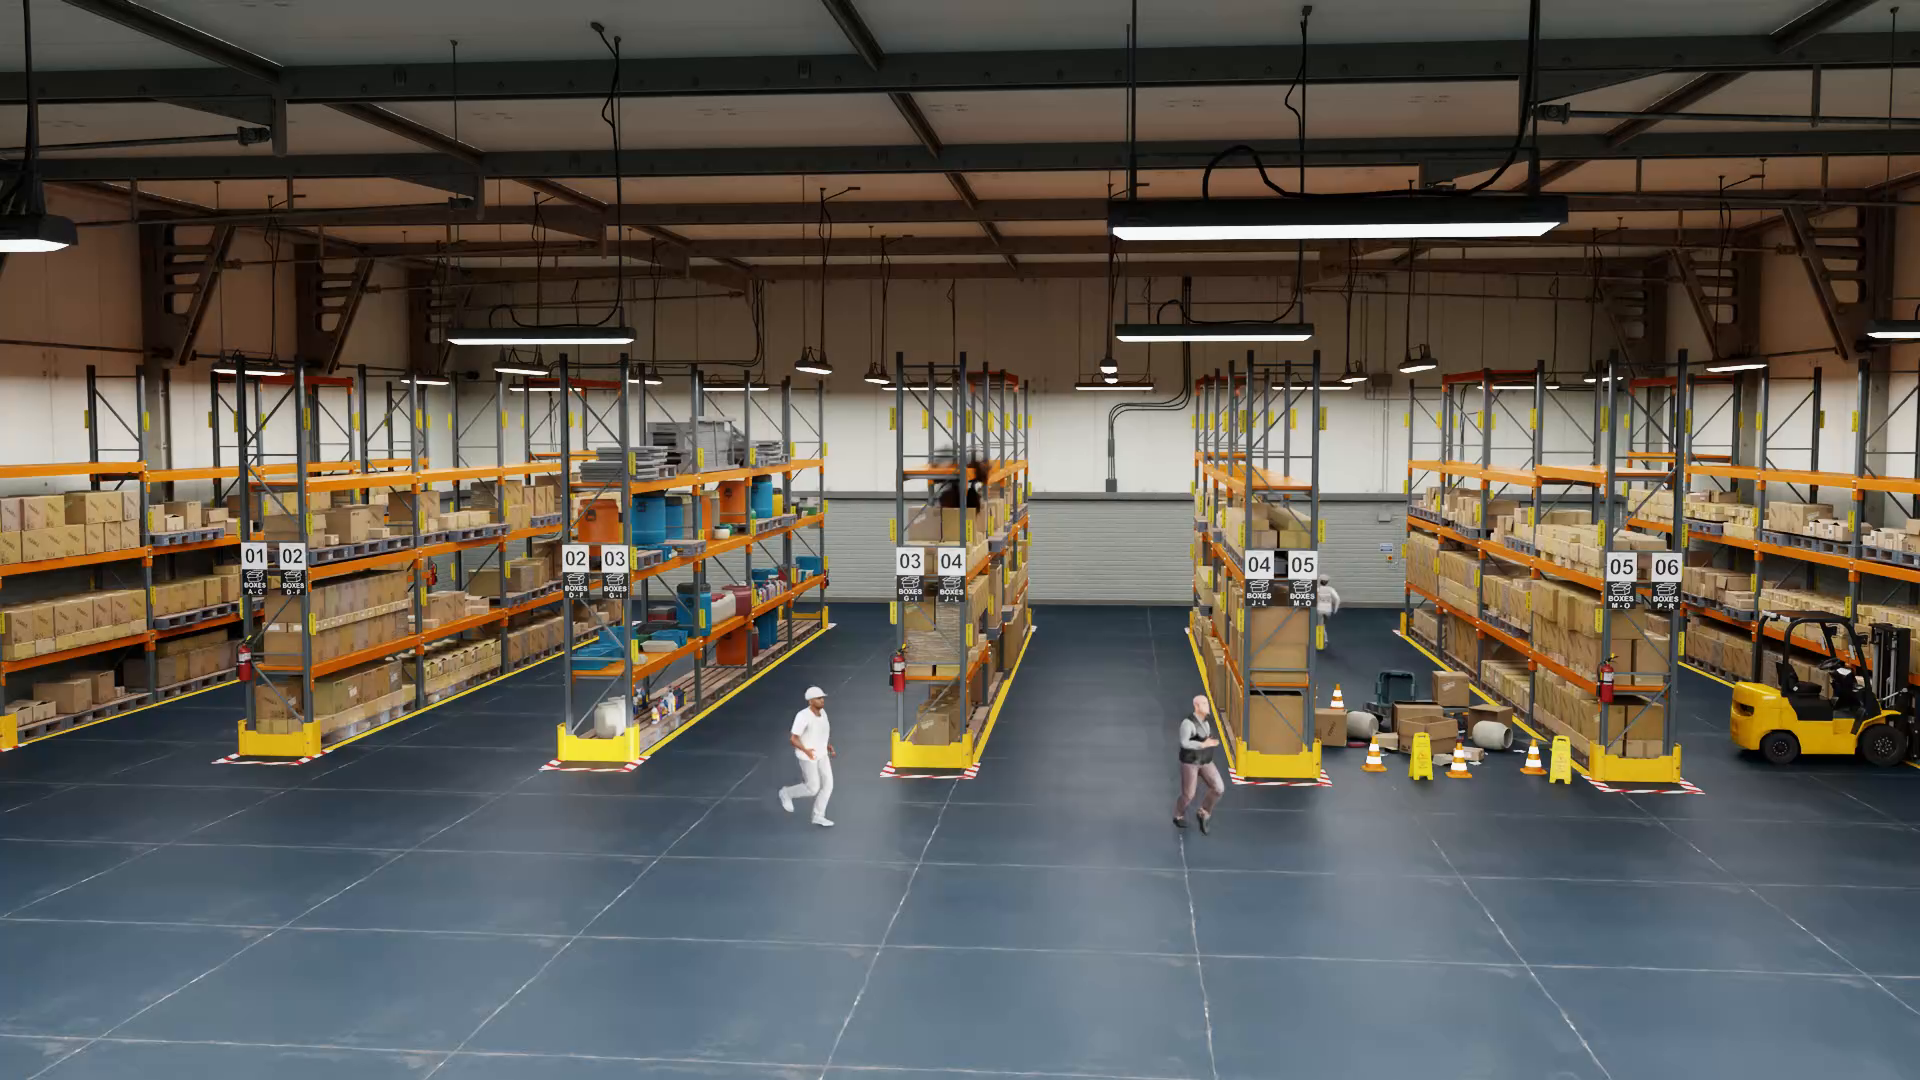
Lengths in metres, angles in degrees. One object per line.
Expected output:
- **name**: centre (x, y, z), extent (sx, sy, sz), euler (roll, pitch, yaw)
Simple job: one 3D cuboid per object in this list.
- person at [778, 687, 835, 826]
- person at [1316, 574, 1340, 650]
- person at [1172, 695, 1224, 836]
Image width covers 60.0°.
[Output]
- **person**: centre (-1.893, 2.675, 20.707), extent (0.748, 1.722, 0.690), euler (3, 5, 32)
- **person**: centre (7.895, 1.600, 36.103), extent (0.636, 1.693, 0.961), euler (0, 4, 0)
- **person**: centre (2.876, 2.715, 20.127), extent (0.682, 1.714, 0.808), euler (-3, 5, -38)
